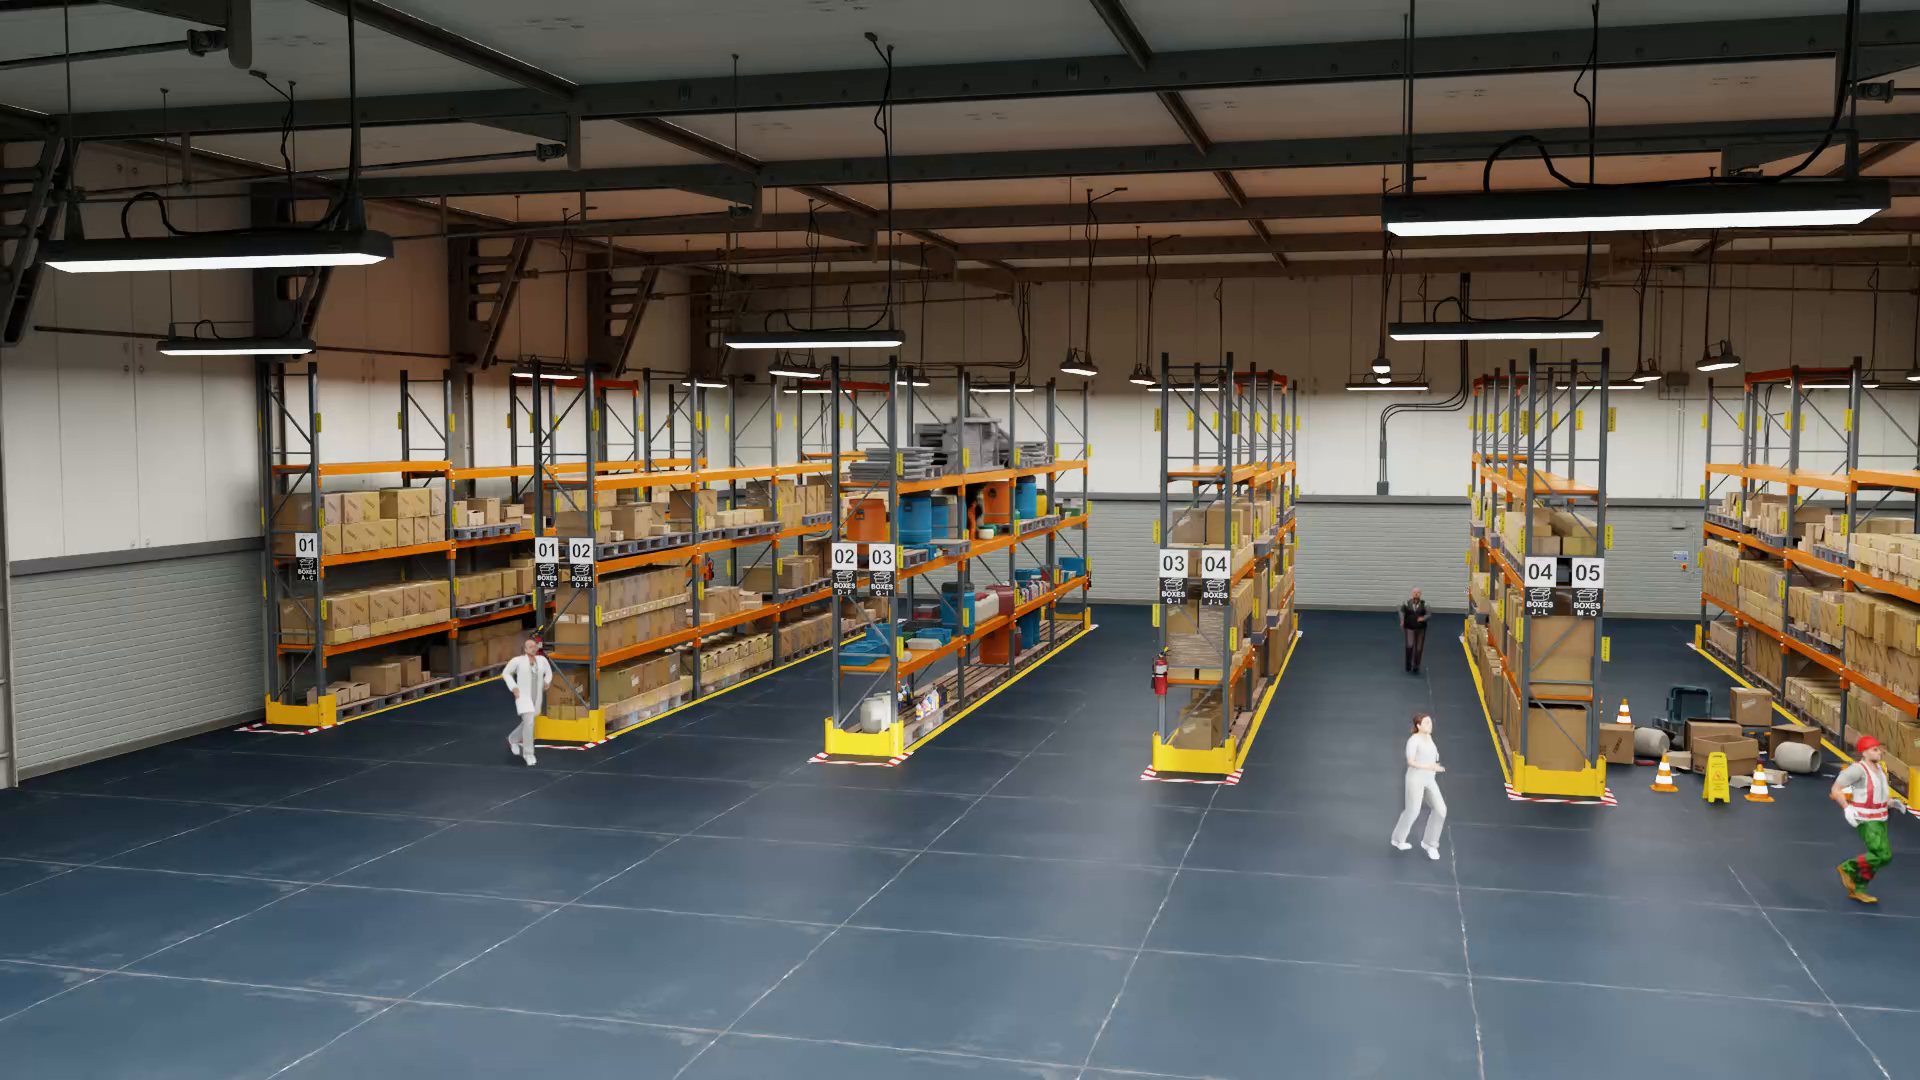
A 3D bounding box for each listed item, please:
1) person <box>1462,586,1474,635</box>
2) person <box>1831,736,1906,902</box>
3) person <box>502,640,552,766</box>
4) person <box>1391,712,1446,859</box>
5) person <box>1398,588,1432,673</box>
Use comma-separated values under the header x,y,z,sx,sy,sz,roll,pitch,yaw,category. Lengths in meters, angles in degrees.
x,y,z,sx,sy,sz,roll,pitch,yaw,category
12.257,1.377,39.156,0.821,1.804,0.701,1,4,8,person
9.498,2.914,17.303,0.660,1.740,0.580,-2,5,-31,person
-6.417,2.375,24.723,0.712,1.818,0.926,-4,6,-44,person
5.316,2.837,19.165,0.585,1.736,0.729,-3,5,-36,person
9.093,1.808,33.234,0.637,1.700,0.670,1,4,13,person
